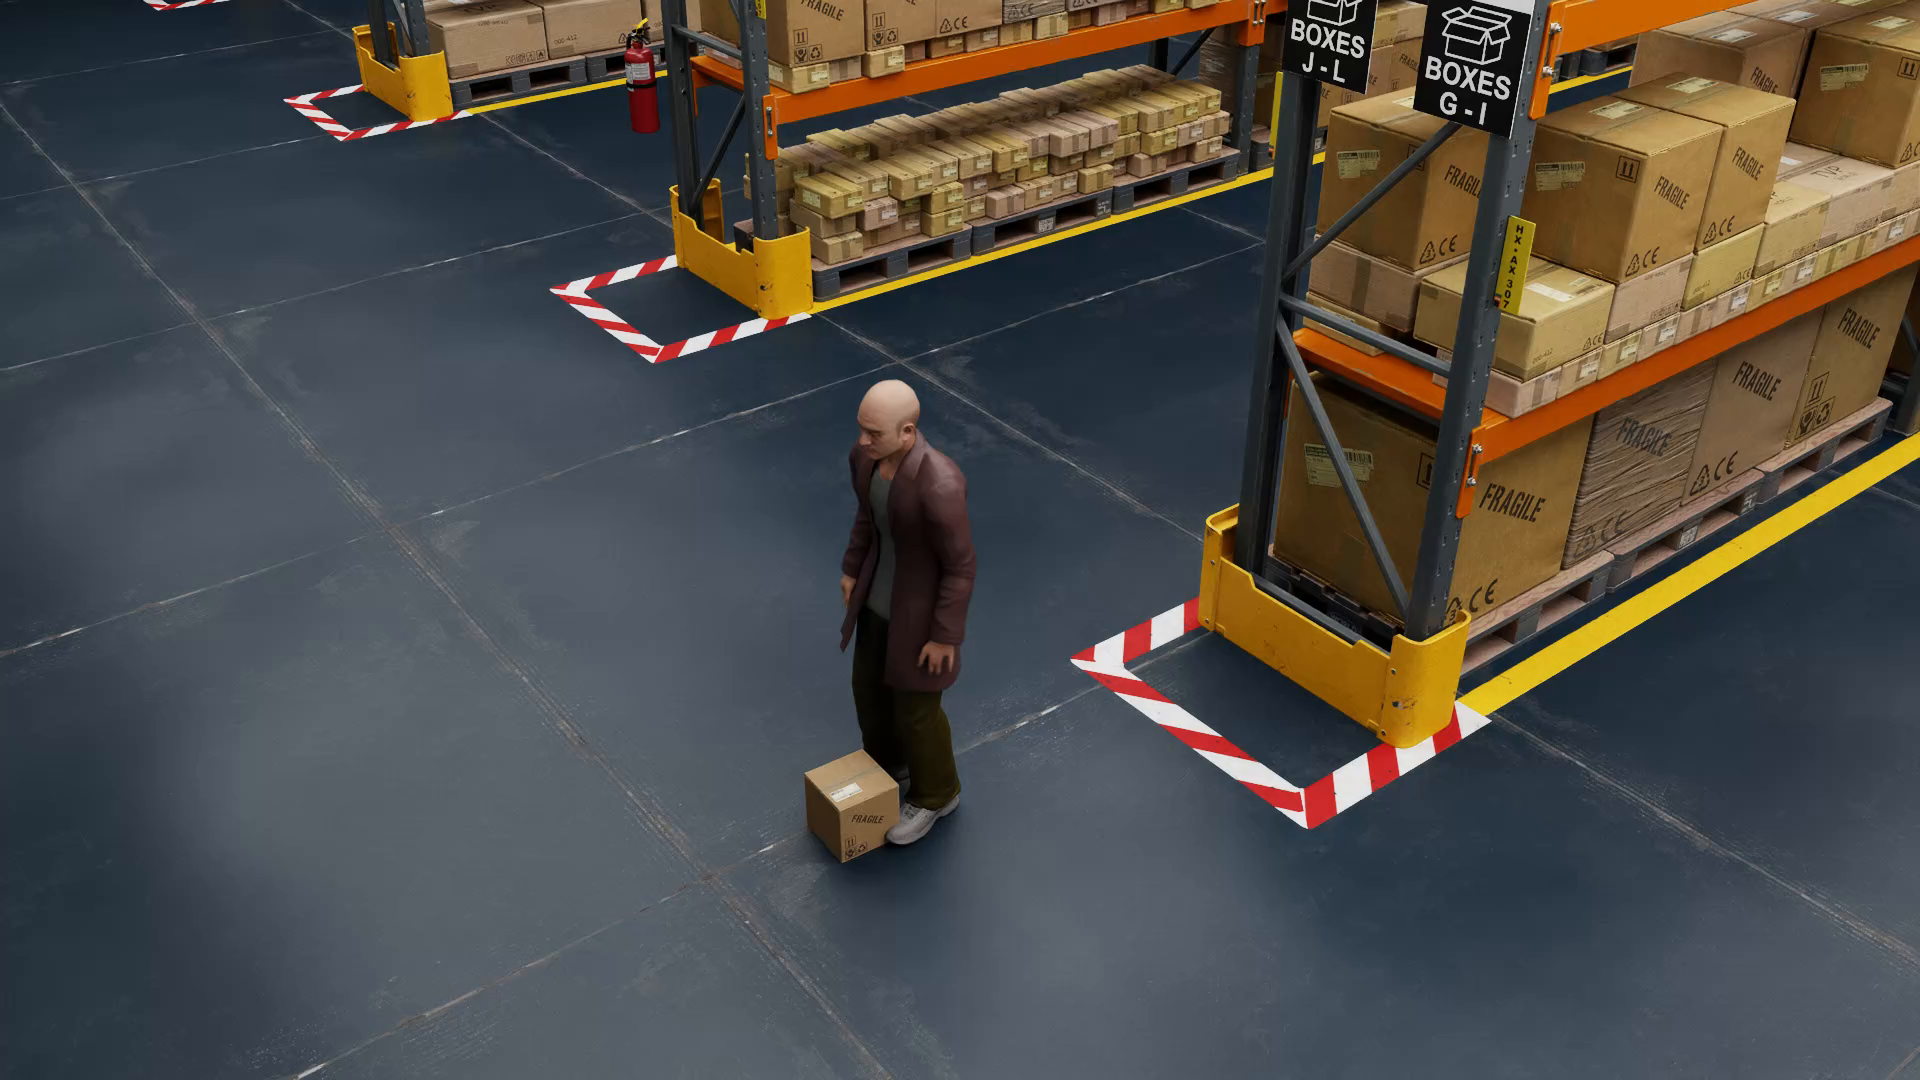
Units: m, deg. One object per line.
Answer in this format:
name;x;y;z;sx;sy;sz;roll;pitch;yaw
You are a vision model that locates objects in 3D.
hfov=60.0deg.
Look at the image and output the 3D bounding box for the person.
person;-0.202;0.231;5.778;0.428;1.773;0.641;-22;38;-31
